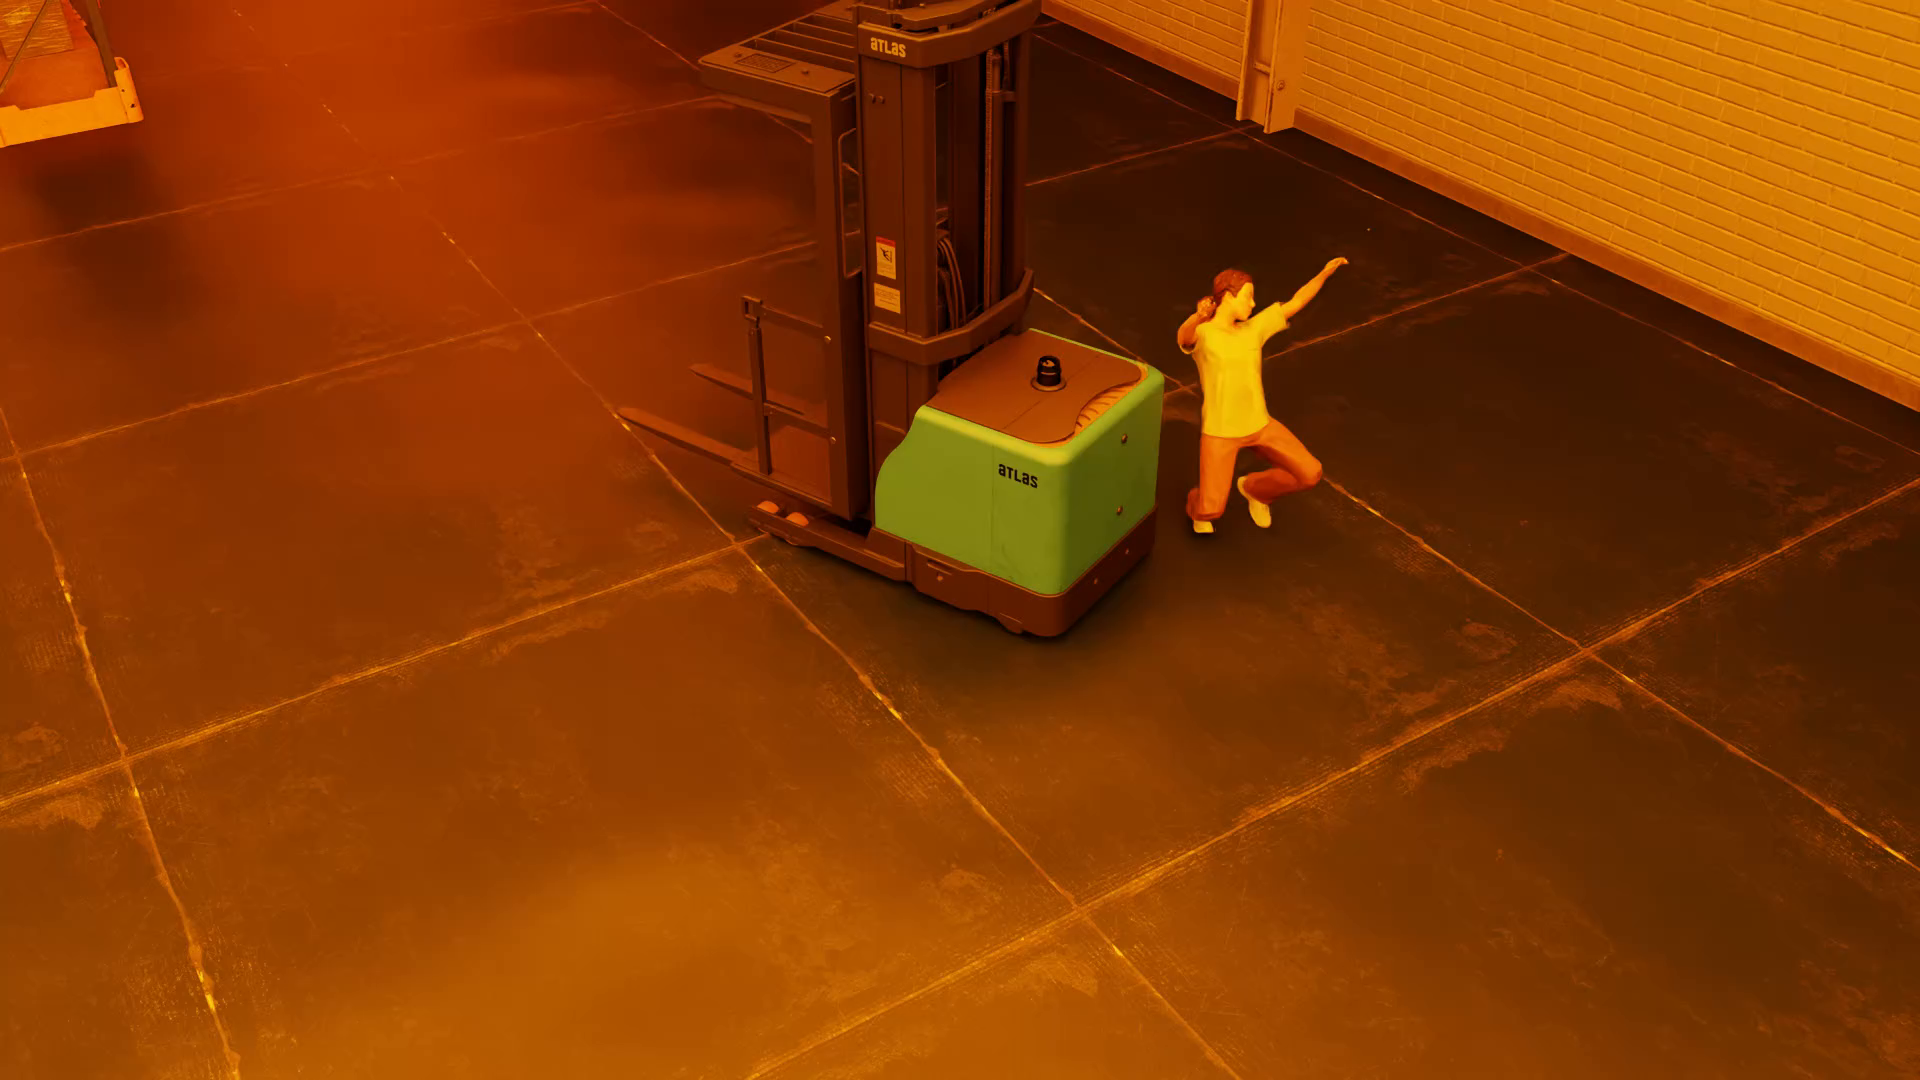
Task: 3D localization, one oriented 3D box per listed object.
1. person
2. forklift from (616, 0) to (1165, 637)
[{"bbox_3d":[1.442,-0.688,8.344,0.862,1.533,0.725,-11,37,-16],"label":"person"},{"bbox_3d":[-0.500,-1.399,8.138,3.031,2.935,1.130,22,41,28],"label":"forklift"}]
